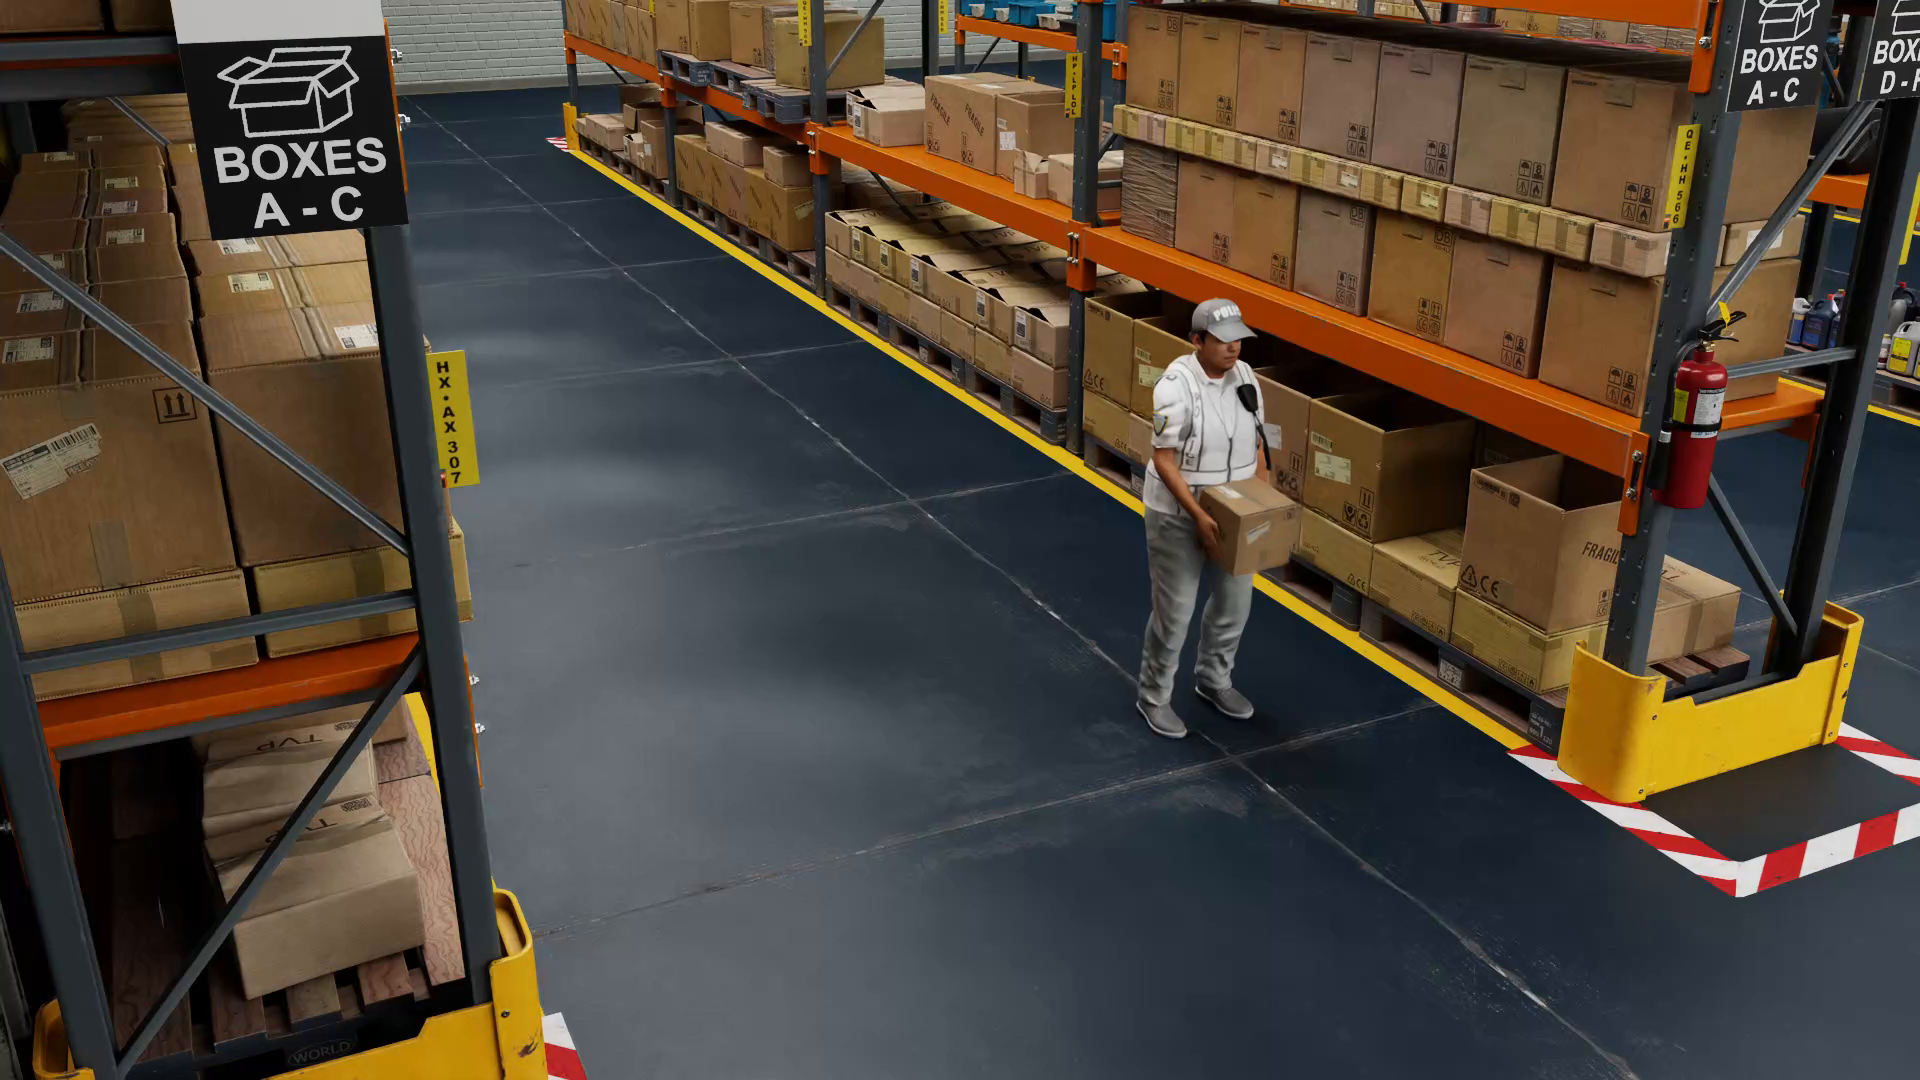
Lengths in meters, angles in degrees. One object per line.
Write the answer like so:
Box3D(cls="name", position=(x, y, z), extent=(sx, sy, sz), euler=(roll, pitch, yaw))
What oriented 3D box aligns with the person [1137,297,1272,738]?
Box3D(cls="person", position=(0.944, -0.085, 6.283), extent=(0.493, 1.671, 0.491), euler=(-11, 25, -25))
